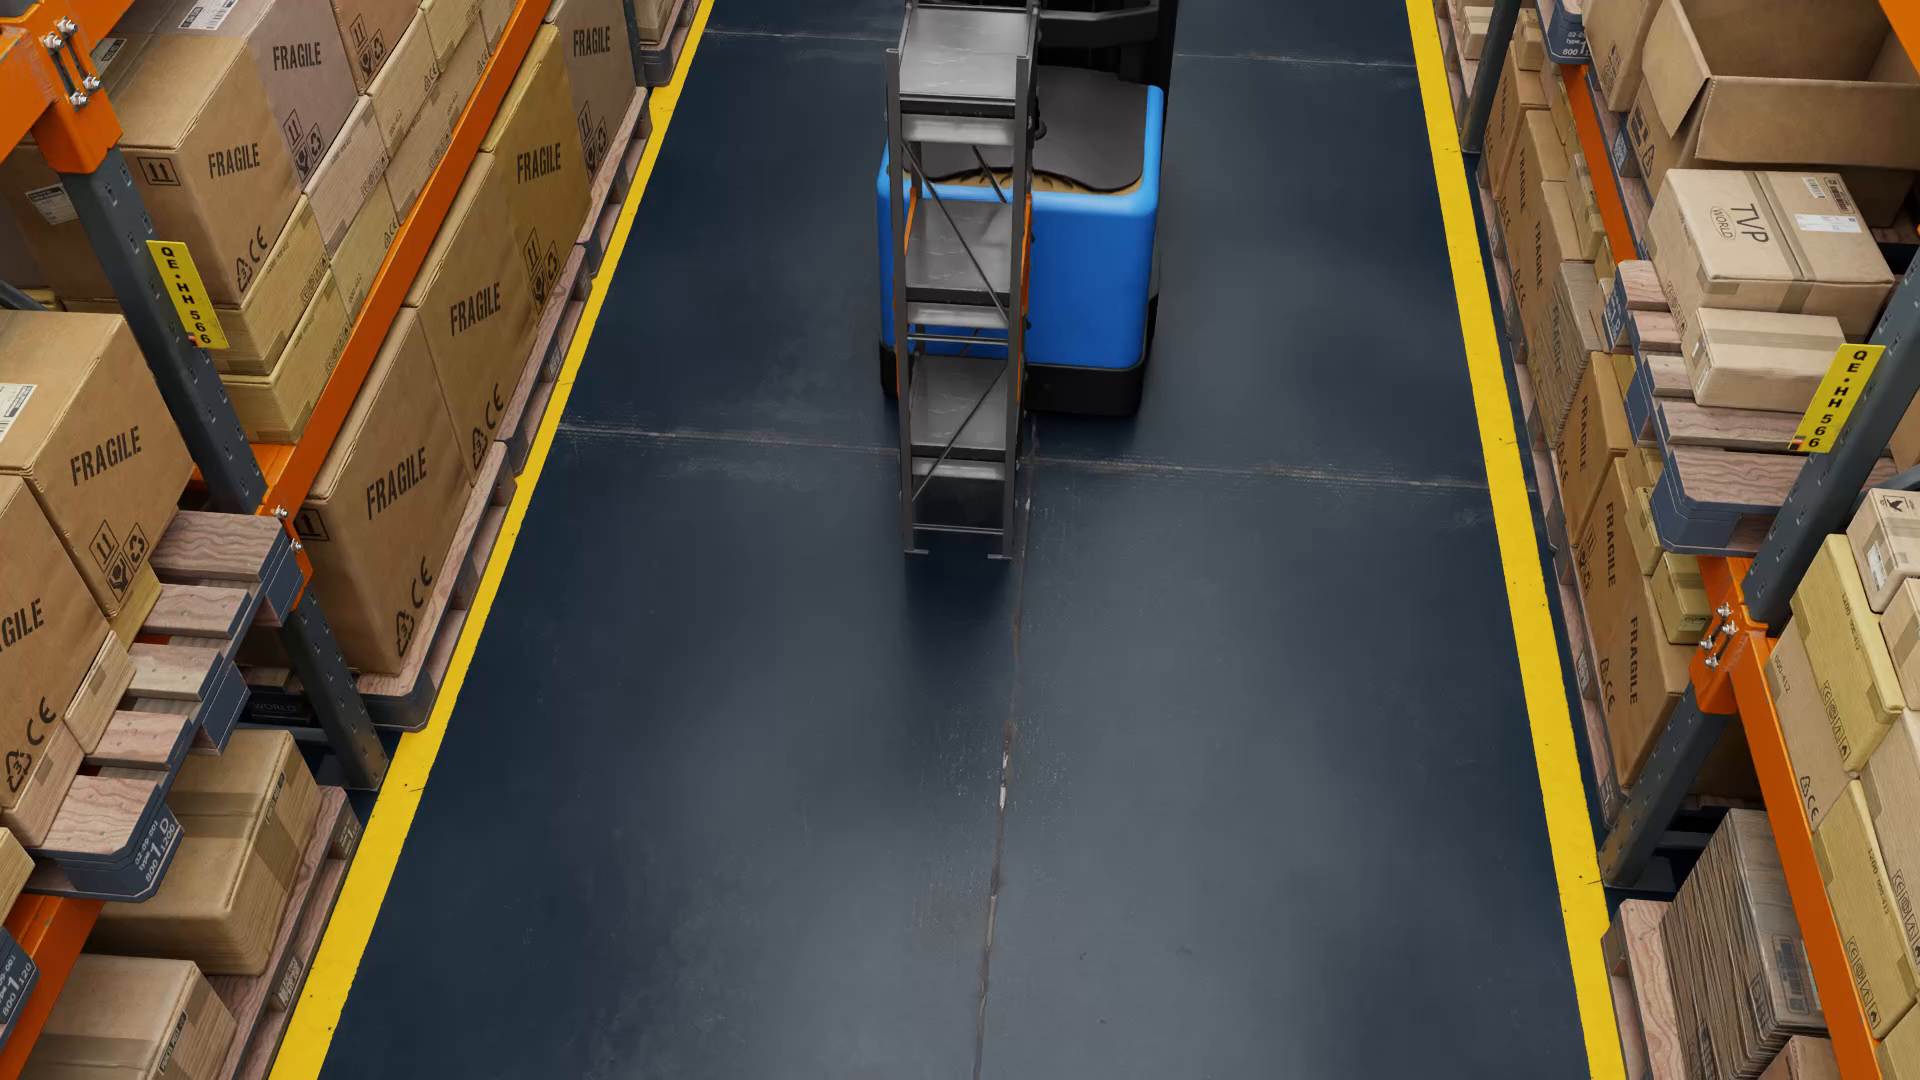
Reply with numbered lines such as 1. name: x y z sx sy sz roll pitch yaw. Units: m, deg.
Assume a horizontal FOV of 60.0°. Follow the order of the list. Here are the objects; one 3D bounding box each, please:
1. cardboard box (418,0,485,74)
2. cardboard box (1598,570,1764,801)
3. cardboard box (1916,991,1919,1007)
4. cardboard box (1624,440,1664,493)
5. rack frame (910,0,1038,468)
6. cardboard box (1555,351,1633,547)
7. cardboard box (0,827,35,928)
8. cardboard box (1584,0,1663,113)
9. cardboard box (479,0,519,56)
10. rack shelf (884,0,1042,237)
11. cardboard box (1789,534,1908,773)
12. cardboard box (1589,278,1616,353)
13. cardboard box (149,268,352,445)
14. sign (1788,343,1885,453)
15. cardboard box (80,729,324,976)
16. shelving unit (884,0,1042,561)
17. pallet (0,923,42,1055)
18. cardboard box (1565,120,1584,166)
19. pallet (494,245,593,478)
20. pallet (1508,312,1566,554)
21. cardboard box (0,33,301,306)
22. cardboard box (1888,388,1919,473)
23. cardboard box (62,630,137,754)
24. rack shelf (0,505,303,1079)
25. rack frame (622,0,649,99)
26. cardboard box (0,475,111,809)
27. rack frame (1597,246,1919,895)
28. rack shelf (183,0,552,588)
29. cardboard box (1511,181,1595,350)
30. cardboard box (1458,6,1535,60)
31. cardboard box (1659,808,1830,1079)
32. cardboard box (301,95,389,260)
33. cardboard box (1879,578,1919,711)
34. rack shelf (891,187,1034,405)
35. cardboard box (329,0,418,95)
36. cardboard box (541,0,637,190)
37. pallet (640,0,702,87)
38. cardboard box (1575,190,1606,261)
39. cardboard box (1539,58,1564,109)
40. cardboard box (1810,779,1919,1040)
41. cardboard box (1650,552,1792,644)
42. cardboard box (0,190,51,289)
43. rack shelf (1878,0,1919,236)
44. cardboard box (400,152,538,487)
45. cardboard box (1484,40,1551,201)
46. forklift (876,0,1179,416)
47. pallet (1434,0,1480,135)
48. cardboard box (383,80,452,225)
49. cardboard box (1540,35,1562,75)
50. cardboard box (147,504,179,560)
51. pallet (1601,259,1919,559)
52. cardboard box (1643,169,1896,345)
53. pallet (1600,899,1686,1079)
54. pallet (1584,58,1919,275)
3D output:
1. cardboard box: -1.954 -1.846 5.669 0.500 0.250 0.500 5 48 4
2. cardboard box: 2.357 0.452 5.213 0.500 0.500 0.500 5 48 5
3. cardboard box: 2.136 1.018 3.049 0.500 0.250 0.500 3 48 3
4. cardboard box: 2.387 -0.215 5.383 0.380 0.149 0.250 2 48 2
5. rack frame: 0.037 -1.010 5.750 0.400 2.100 0.015 4 48 4
6. cardboard box: 2.458 -0.300 5.901 0.500 0.500 0.500 6 48 5
7. cardboard box: -2.180 0.722 3.443 0.380 0.149 0.250 5 48 4
8. cardboard box: 2.511 -1.742 5.458 0.700 0.500 0.500 4 48 3
9. cardboard box: -1.949 -2.054 6.198 0.500 0.250 0.500 3 48 2
10. rack shelf: 0.015 -1.294 5.080 0.431 0.518 0.480 4 48 4
11. cardboard box: 2.224 0.265 3.737 0.500 0.250 0.500 4 48 3
12. cardboard box: 2.474 -0.794 5.913 0.380 0.149 0.250 2 48 2
13. cardboard box: -2.116 -0.548 4.820 0.500 0.250 0.500 3 48 3
14. sign: 1.991 -0.318 3.777 0.100 0.325 0.005 4 48 4
15. cardboard box: -2.473 0.904 4.887 0.950 0.372 0.625 1 48 1
16. shelving unit: 0.015 -0.830 5.586 0.431 2.100 0.503 4 48 4
17. pallet: -2.551 1.267 3.189 1.003 0.211 1.213 4 48 4
18. cardboard box: 2.627 -1.535 6.591 0.380 0.149 0.250 3 48 3
19. pallet: -2.151 -0.783 6.823 1.003 0.211 1.213 4 48 4
20. pallet: 2.752 -0.424 6.494 1.003 0.211 1.213 4 48 4
21. cardboard box: -2.123 -0.973 4.362 0.500 0.500 0.500 2 48 2
22. cardboard box: 2.735 -0.468 4.293 0.500 0.500 0.500 6 48 5
23. cardboard box: -2.138 0.334 3.797 0.380 0.149 0.250 4 48 3
24. rack shelf: -2.594 1.457 3.372 1.077 0.370 4.000 4 48 4
25. rack frame: -2.047 -3.195 7.139 1.000 3.000 0.127 4 48 4
26. cardboard box: -2.212 0.202 3.479 0.500 0.500 0.500 3 48 3
27. rack frame: 2.532 0.075 4.148 1.000 3.000 0.127 4 48 4
28. rack shelf: -2.229 -1.483 6.061 1.077 0.370 4.000 4 48 4
29. cardboard box: 2.540 -1.063 6.599 0.500 0.500 0.500 3 48 2
30. cardboard box: 2.655 -2.473 8.126 0.380 0.149 0.250 3 48 2
31. cardboard box: 2.462 1.193 4.451 0.875 0.625 0.625 5 48 5
32. cardboard box: -2.071 -1.109 4.995 0.500 0.250 0.500 5 48 4
33. cardboard box: 2.187 0.233 3.496 0.380 0.149 0.250 5 48 4
34. rack shelf: 0.015 -0.821 5.597 0.431 0.518 0.480 4 48 4
35. cardboard box: -2.025 -1.717 5.042 0.500 0.500 0.500 5 48 5
36. cardboard box: -2.024 -2.159 7.347 0.875 0.875 0.875 5 48 5
37. pallet: -1.899 -2.807 8.675 1.003 0.211 1.213 4 48 4
38. cardboard box: 2.542 -1.171 6.259 0.380 0.149 0.250 5 48 5
39. cardboard box: 2.651 -1.927 6.949 0.380 0.149 0.250 3 48 2
40. cardboard box: 2.198 0.805 3.583 0.500 0.250 0.500 3 48 3
41. cardboard box: 2.325 0.178 5.024 0.380 0.149 0.250 2 48 2
42. cardboard box: -2.625 -1.024 4.409 0.500 0.500 0.500 3 48 2
43. rack shelf: 2.714 -2.164 4.651 1.077 0.370 4.000 4 48 4
44. cardboard box: -2.180 -0.837 6.138 0.875 0.875 0.875 4 48 4
45. cardboard box: 2.629 -1.822 7.293 0.500 0.500 0.500 6 48 5
46. forklift: 0.360 -2.577 6.621 1.130 2.935 3.031 5 48 4
47. pallet: 2.960 -2.427 8.327 1.003 0.211 1.213 4 48 4
48. cardboard box: -2.033 -1.311 5.518 0.500 0.250 0.500 5 48 5
49. cardboard box: 2.623 -2.041 6.853 0.380 0.149 0.250 2 48 2
50. cardboard box: -2.207 -0.056 4.154 0.380 0.149 0.250 5 48 5
51. pallet: 2.524 -0.363 4.679 1.213 0.211 1.003 4 48 4
52. cardboard box: 2.306 -0.813 4.778 0.500 0.250 0.500 2 48 2
53. pallet: 2.418 1.619 4.626 1.003 0.211 1.213 4 48 4
54. pallet: 2.705 -1.289 5.526 1.003 0.211 1.213 4 48 4
